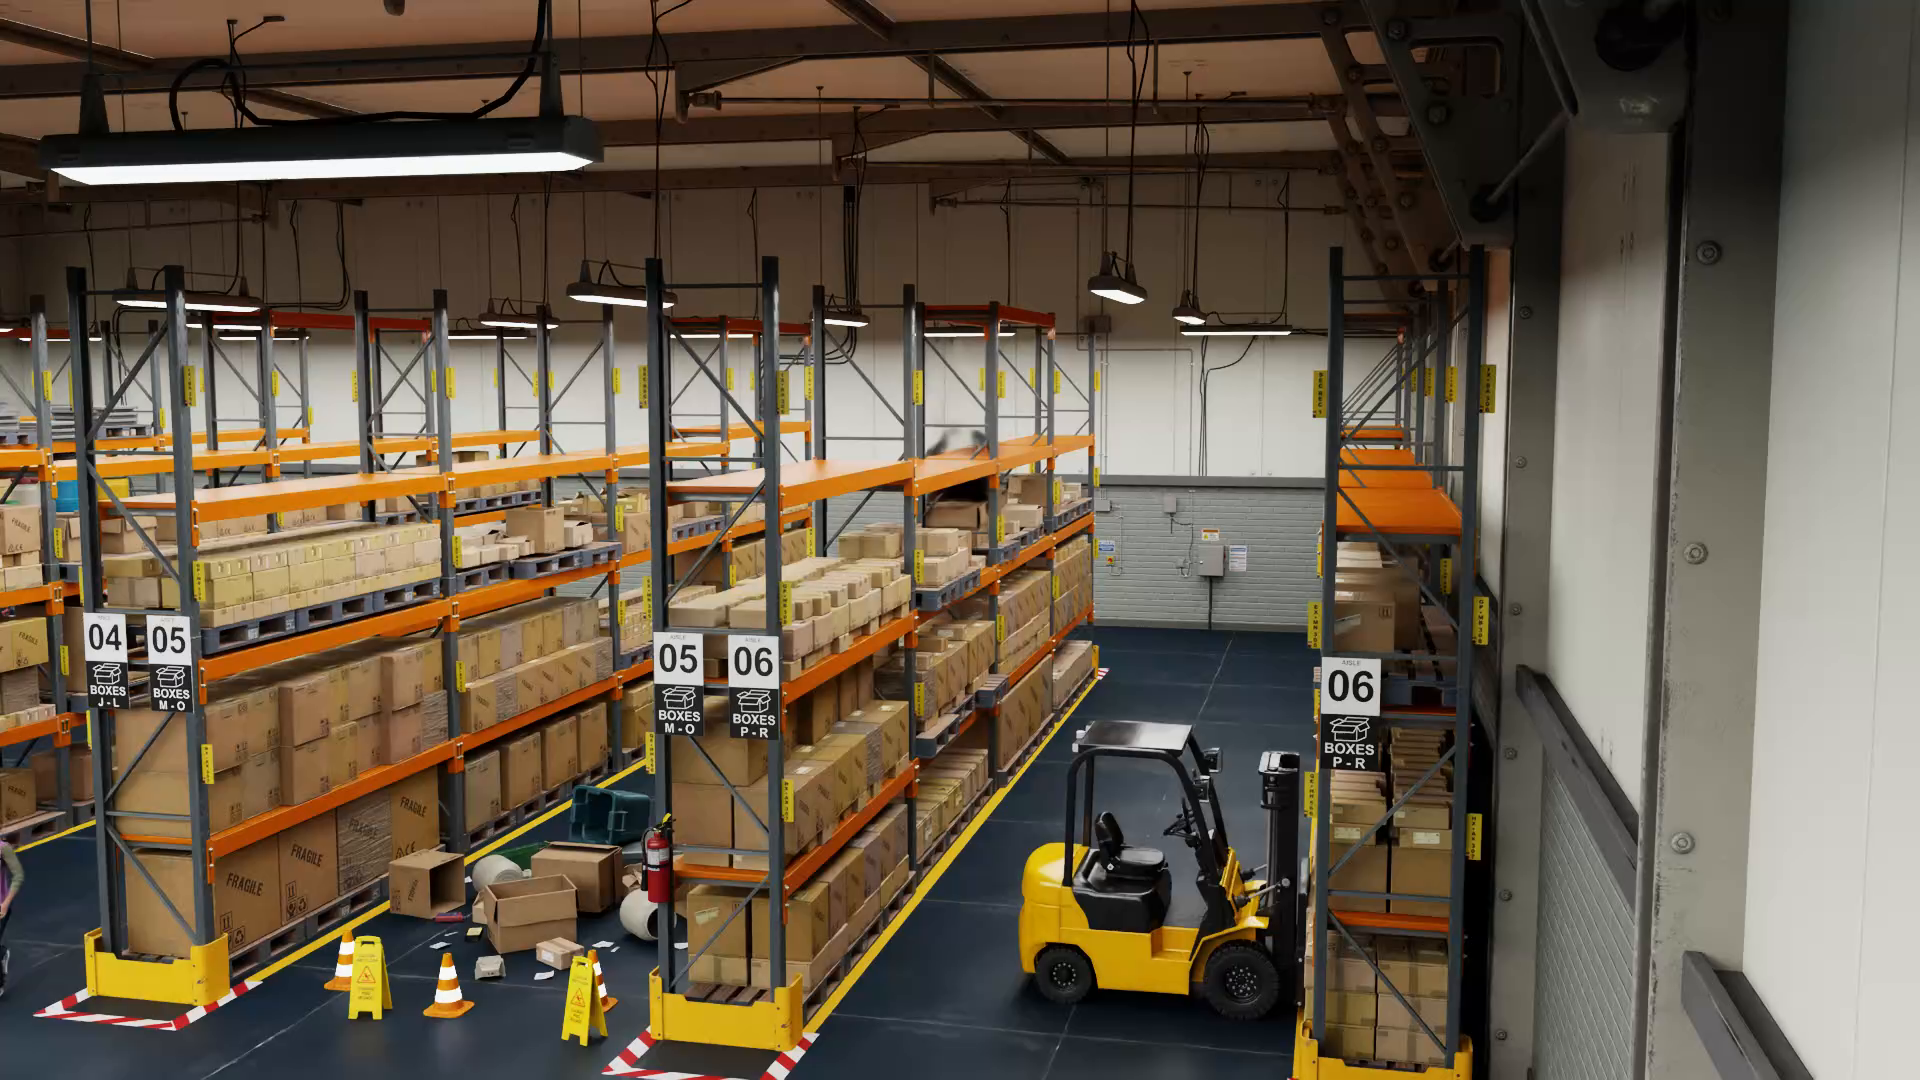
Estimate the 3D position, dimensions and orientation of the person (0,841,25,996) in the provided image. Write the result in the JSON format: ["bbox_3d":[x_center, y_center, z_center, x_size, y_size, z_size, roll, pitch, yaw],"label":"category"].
[{"bbox_3d":[-7.992,3.024,13.670,0.570,1.569,0.493,0,6,3],"label":"person"}]
